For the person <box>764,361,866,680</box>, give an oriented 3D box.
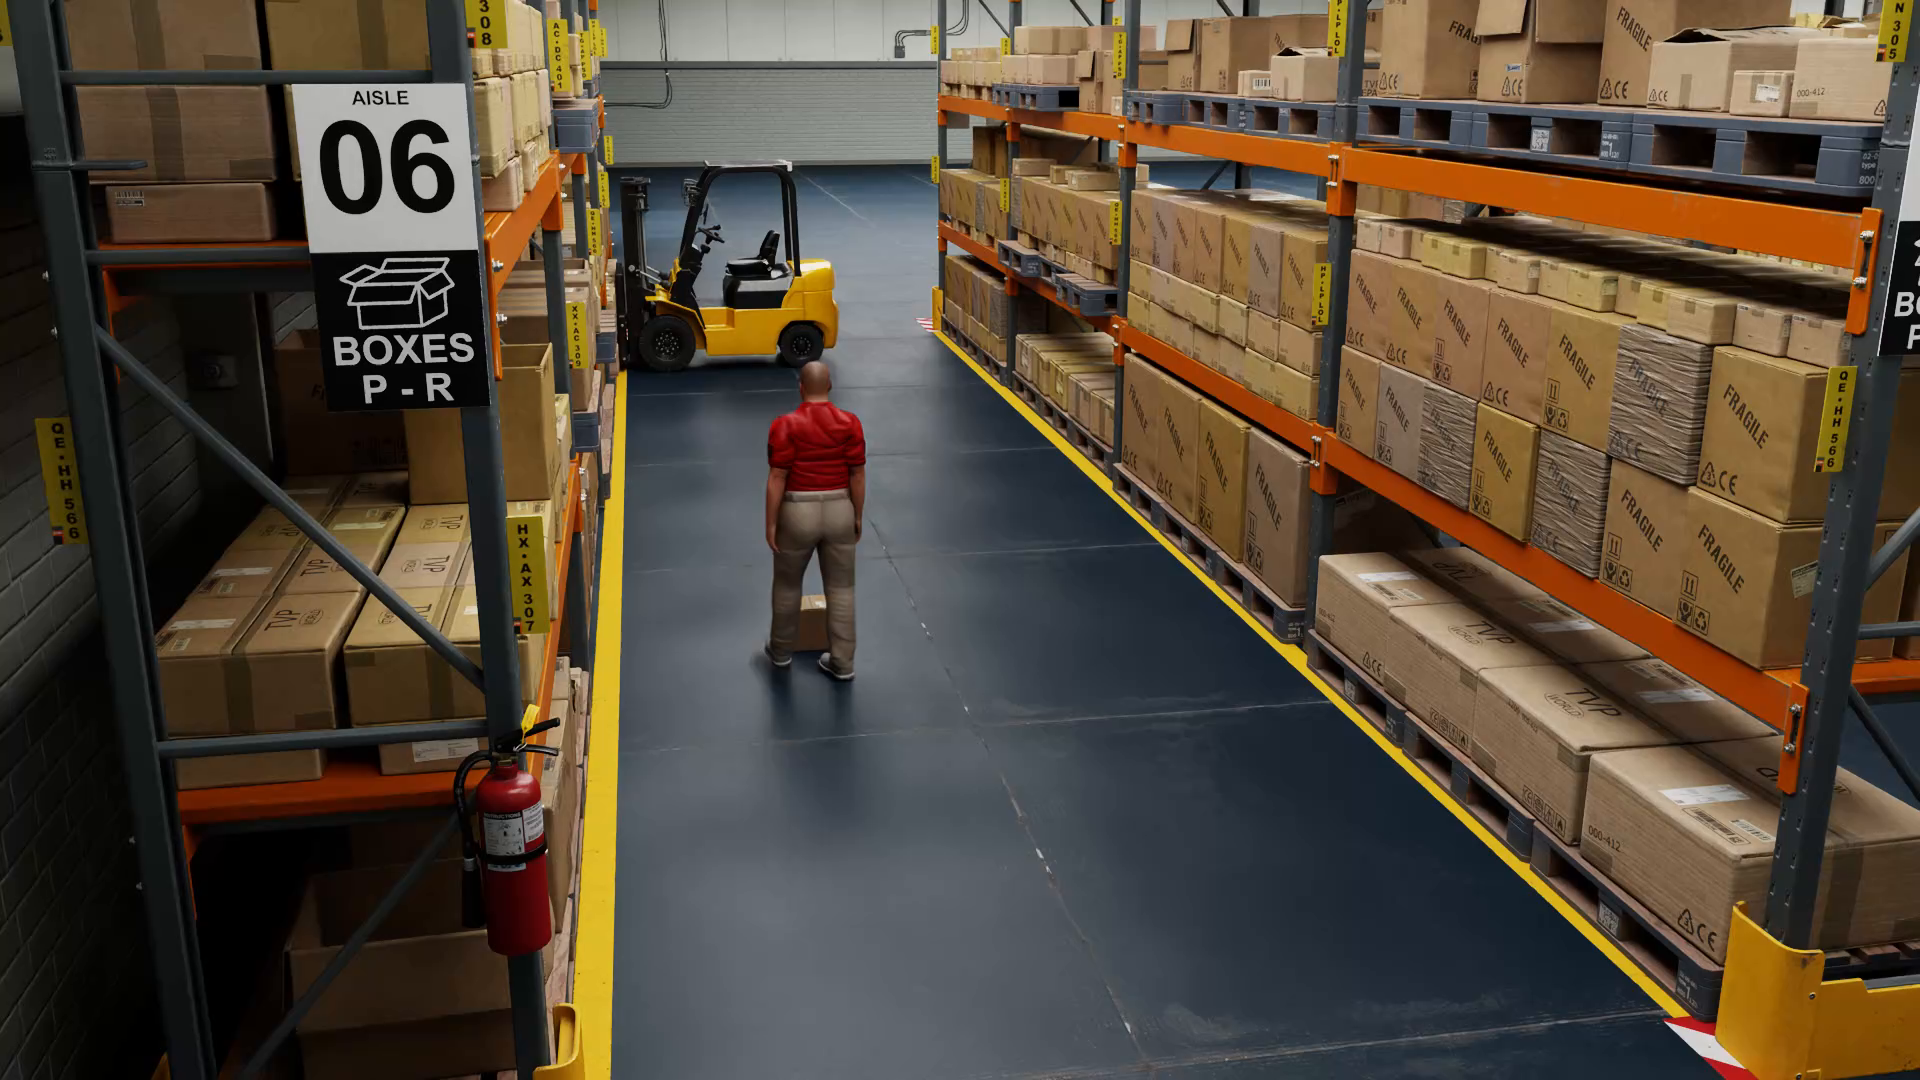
[{"bbox_3d":[-0.808,-0.134,8.996,0.545,1.724,0.606,-5,17,-17],"label":"person"}]
